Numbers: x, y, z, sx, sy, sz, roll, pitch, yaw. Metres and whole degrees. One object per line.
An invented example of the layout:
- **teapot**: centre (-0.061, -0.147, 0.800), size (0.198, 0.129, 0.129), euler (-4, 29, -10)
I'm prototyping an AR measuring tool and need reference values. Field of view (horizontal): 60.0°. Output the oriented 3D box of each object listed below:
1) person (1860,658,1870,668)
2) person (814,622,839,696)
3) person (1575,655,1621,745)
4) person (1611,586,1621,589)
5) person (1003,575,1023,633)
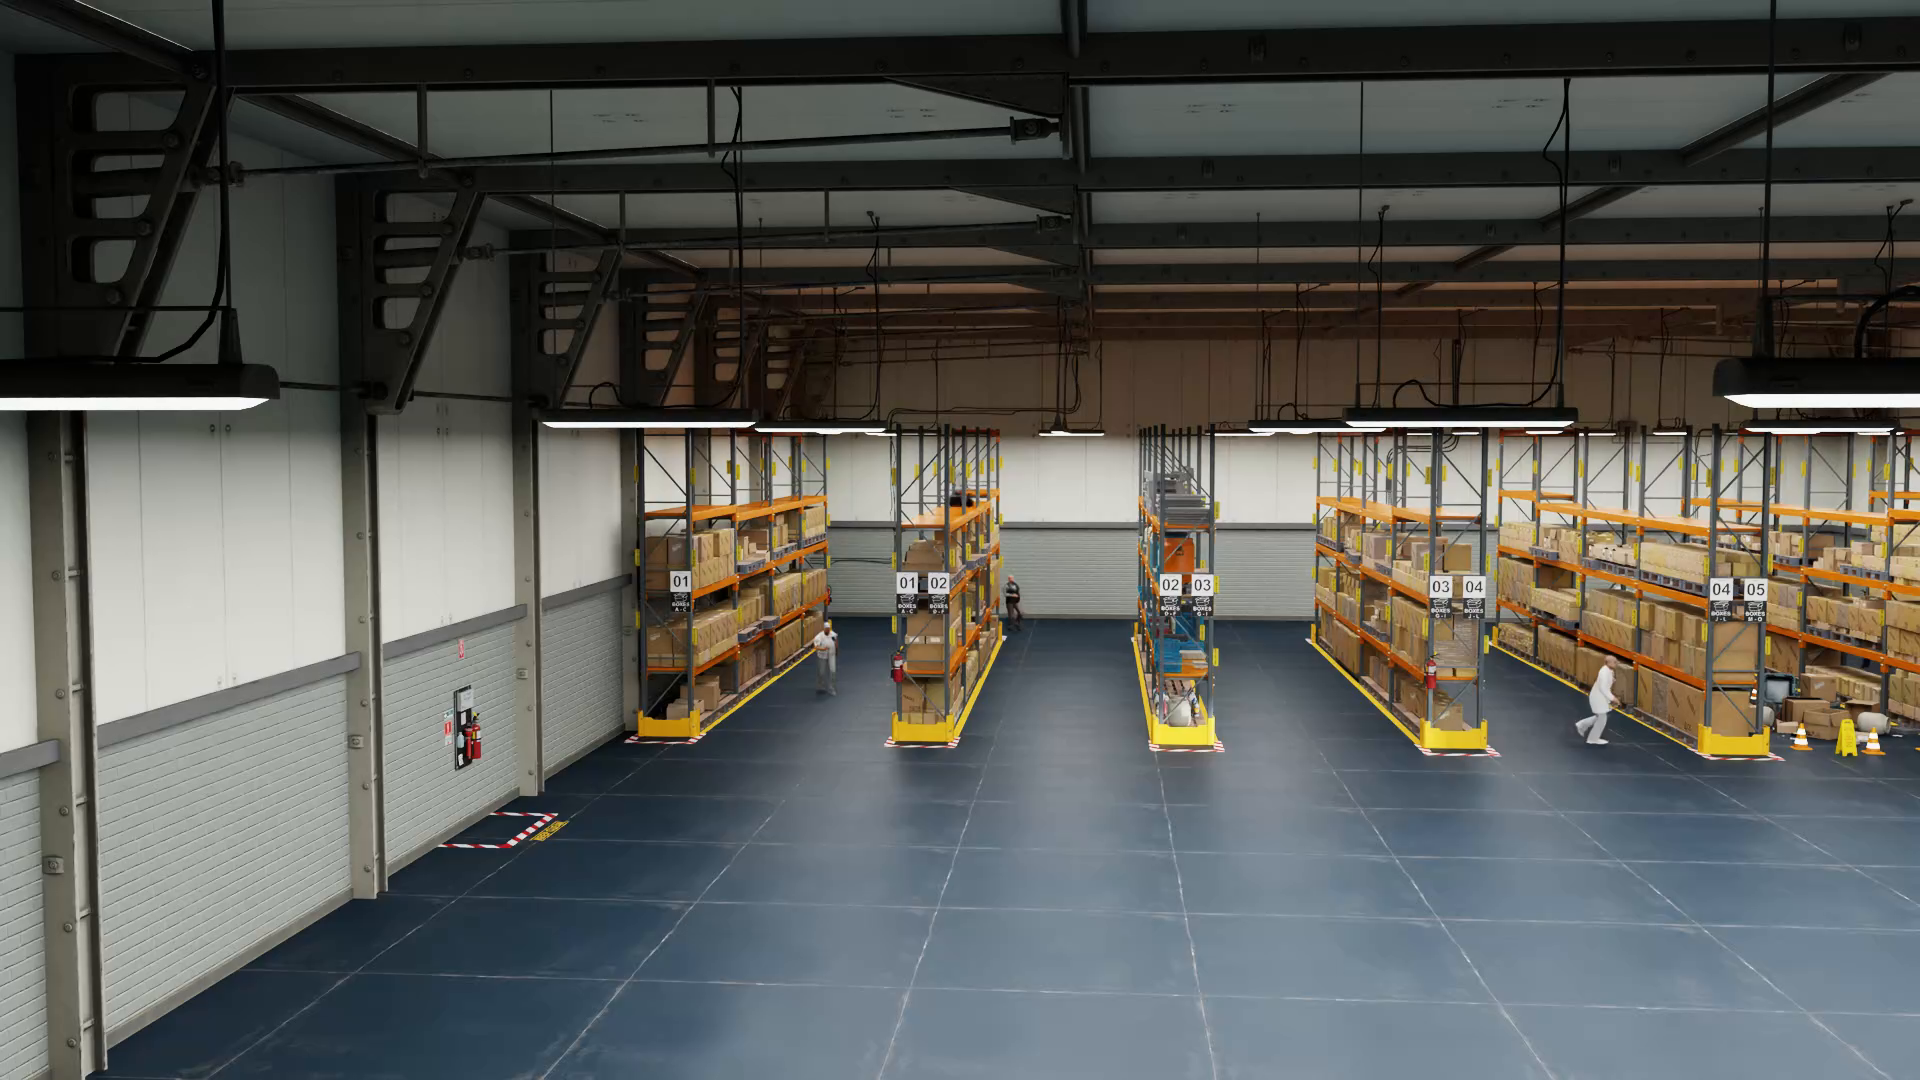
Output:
- **person**: centre (22.696, 2.406, 41.252), size (0.600, 1.639, 0.827), euler (-1, 4, -12)
- **person**: centre (-3.001, 2.643, 37.321), size (0.602, 1.644, 0.946), euler (-1, 4, -13)
- **person**: centre (11.944, 2.982, 31.123), size (0.845, 1.698, 0.696), euler (2, 4, 34)
- **person**: centre (17.548, 2.116, 44.619), size (0.736, 1.791, 0.949), euler (-1, 4, -17)
- **person**: centre (1.559, 1.882, 49.230), size (0.638, 1.714, 0.679), euler (-2, 4, -25)
